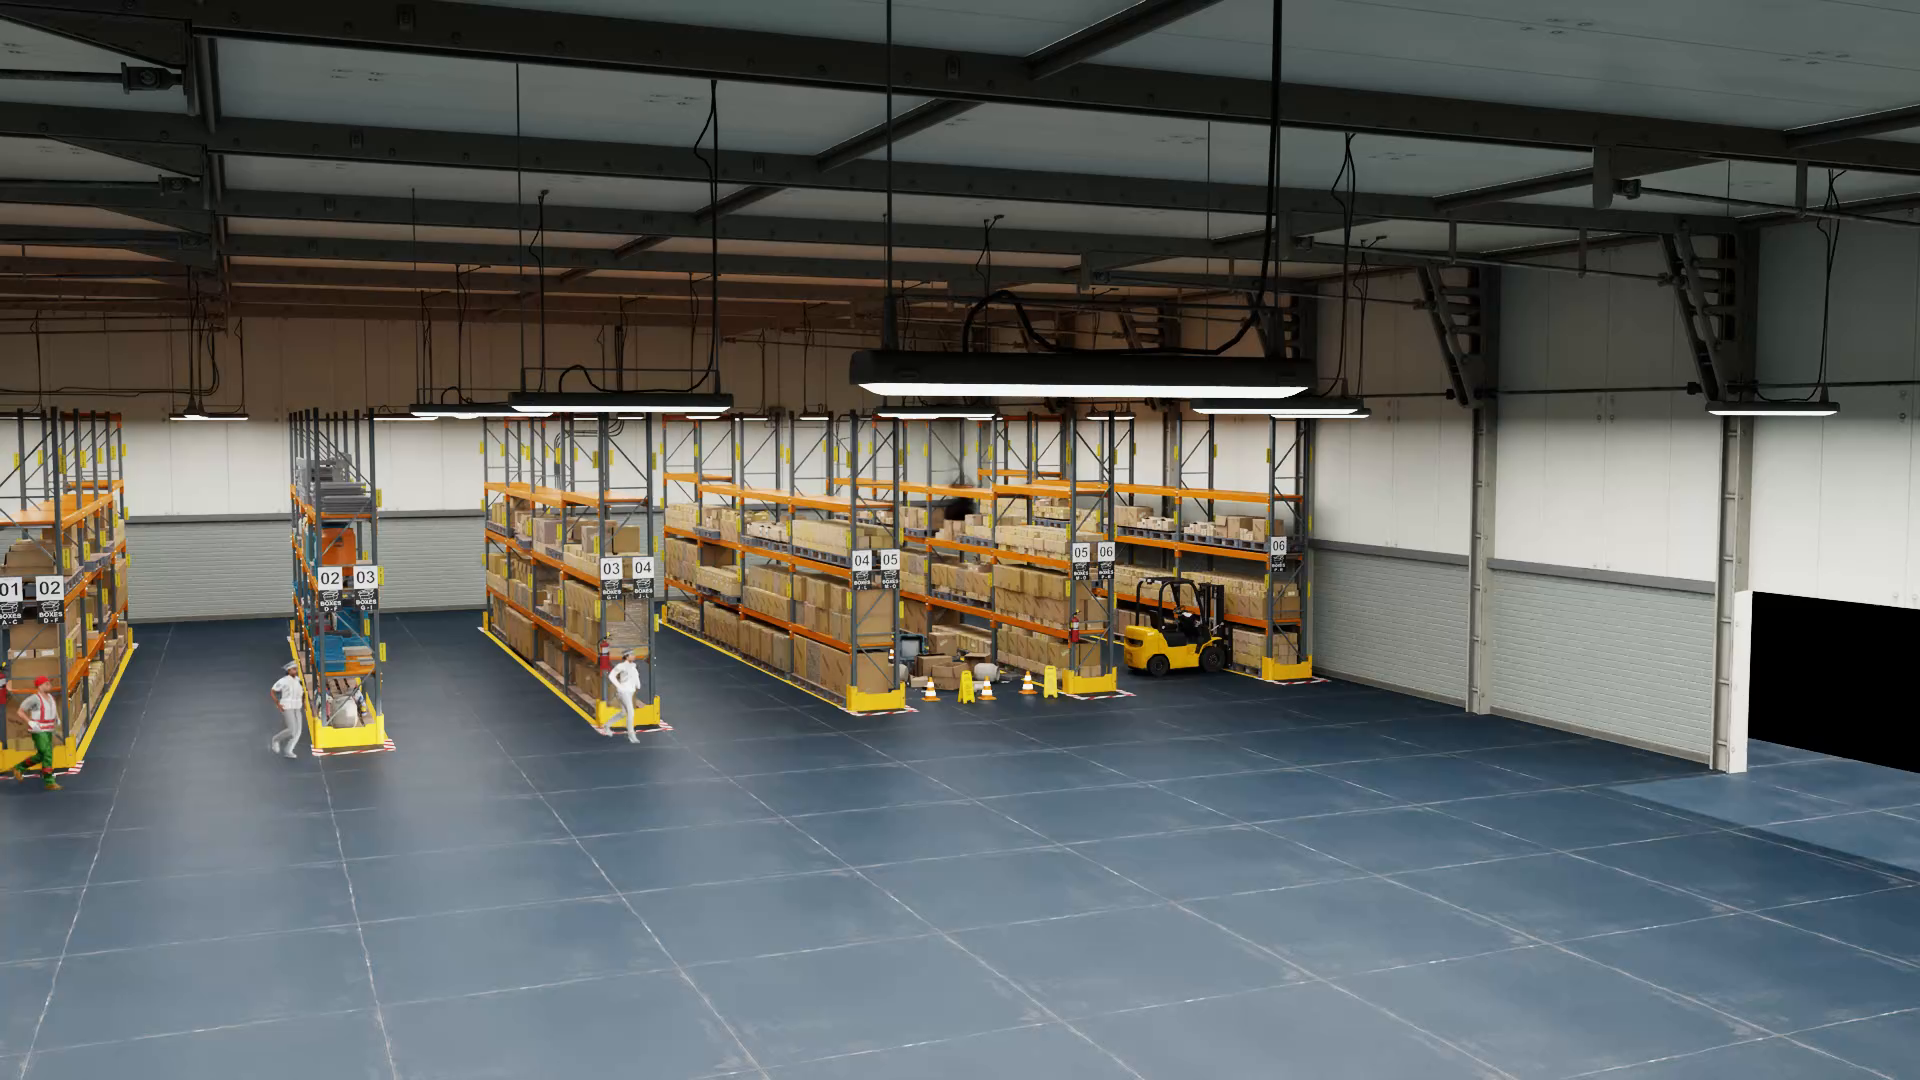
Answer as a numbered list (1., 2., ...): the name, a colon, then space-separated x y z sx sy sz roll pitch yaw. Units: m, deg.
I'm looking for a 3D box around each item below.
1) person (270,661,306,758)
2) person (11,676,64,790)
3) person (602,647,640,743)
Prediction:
1. person: -11.515 2.903 28.652 0.516 1.648 0.623 2 4 21
2. person: -14.485 3.026 26.178 0.904 1.784 0.696 0 4 6
3. person: -6.080 2.792 30.133 0.818 1.726 0.632 1 4 20
